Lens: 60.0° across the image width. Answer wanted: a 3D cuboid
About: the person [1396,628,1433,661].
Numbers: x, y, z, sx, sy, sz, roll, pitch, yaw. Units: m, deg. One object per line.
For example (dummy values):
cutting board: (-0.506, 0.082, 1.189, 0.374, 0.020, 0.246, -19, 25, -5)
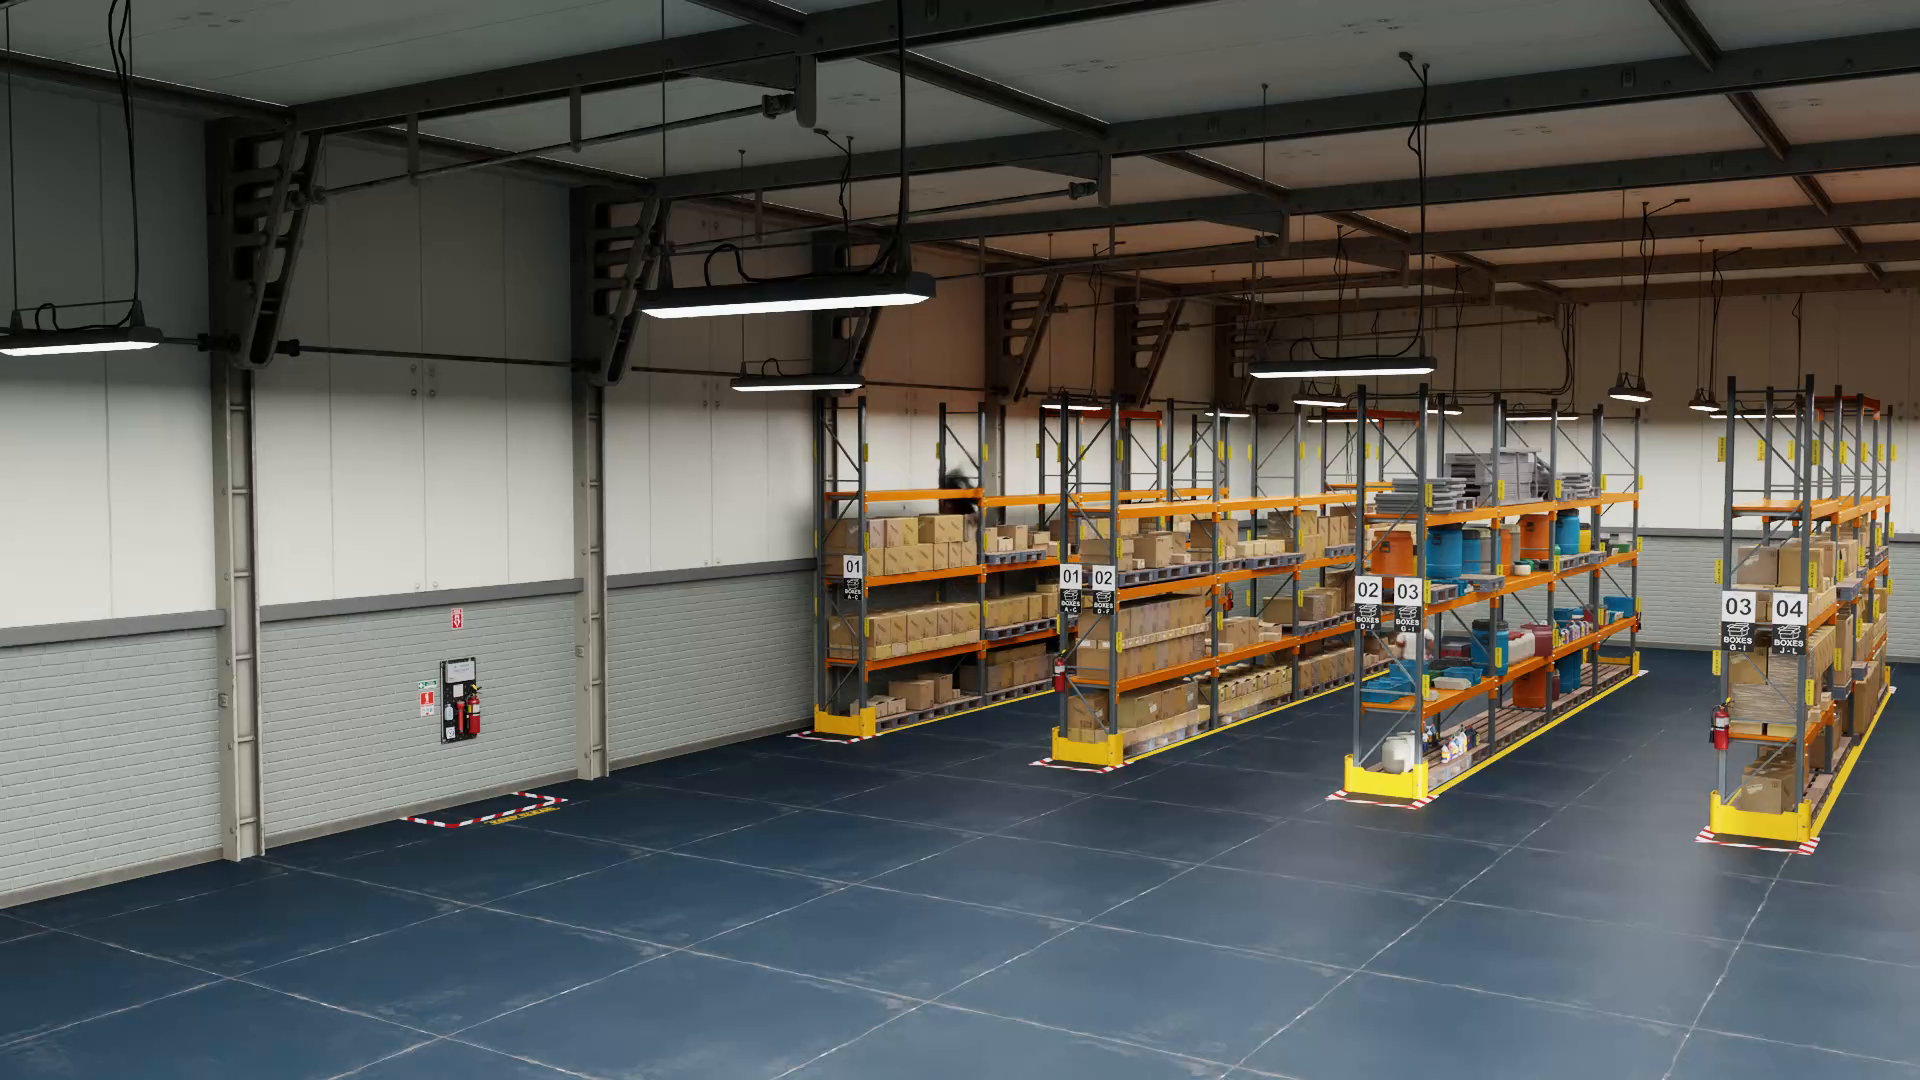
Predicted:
person: (9.045, 2.384, 33.158, 0.676, 1.831, 0.787, 1, 3, 25)
